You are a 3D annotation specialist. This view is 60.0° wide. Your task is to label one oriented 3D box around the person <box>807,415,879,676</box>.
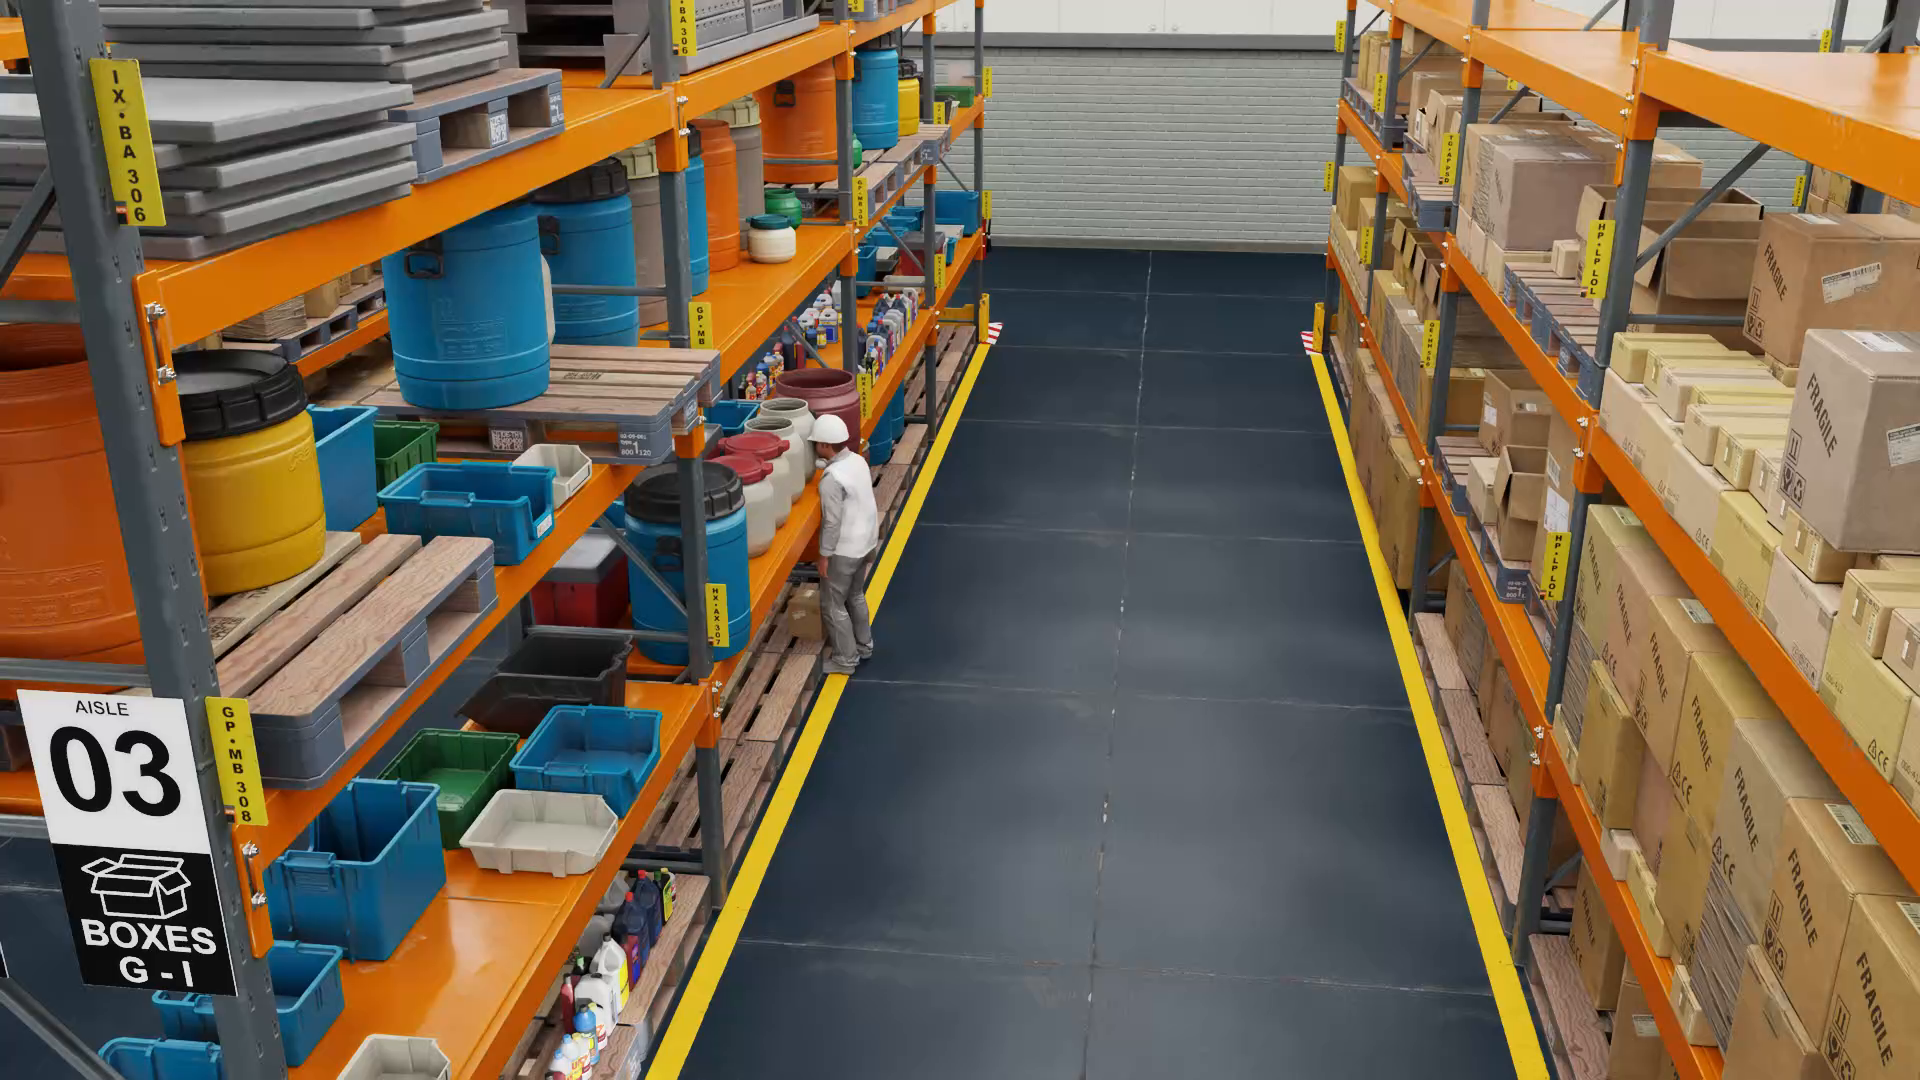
[{"bbox_3d":[-0.777,0.025,10.978,0.461,1.772,0.594,8,22,19],"label":"person"}]
